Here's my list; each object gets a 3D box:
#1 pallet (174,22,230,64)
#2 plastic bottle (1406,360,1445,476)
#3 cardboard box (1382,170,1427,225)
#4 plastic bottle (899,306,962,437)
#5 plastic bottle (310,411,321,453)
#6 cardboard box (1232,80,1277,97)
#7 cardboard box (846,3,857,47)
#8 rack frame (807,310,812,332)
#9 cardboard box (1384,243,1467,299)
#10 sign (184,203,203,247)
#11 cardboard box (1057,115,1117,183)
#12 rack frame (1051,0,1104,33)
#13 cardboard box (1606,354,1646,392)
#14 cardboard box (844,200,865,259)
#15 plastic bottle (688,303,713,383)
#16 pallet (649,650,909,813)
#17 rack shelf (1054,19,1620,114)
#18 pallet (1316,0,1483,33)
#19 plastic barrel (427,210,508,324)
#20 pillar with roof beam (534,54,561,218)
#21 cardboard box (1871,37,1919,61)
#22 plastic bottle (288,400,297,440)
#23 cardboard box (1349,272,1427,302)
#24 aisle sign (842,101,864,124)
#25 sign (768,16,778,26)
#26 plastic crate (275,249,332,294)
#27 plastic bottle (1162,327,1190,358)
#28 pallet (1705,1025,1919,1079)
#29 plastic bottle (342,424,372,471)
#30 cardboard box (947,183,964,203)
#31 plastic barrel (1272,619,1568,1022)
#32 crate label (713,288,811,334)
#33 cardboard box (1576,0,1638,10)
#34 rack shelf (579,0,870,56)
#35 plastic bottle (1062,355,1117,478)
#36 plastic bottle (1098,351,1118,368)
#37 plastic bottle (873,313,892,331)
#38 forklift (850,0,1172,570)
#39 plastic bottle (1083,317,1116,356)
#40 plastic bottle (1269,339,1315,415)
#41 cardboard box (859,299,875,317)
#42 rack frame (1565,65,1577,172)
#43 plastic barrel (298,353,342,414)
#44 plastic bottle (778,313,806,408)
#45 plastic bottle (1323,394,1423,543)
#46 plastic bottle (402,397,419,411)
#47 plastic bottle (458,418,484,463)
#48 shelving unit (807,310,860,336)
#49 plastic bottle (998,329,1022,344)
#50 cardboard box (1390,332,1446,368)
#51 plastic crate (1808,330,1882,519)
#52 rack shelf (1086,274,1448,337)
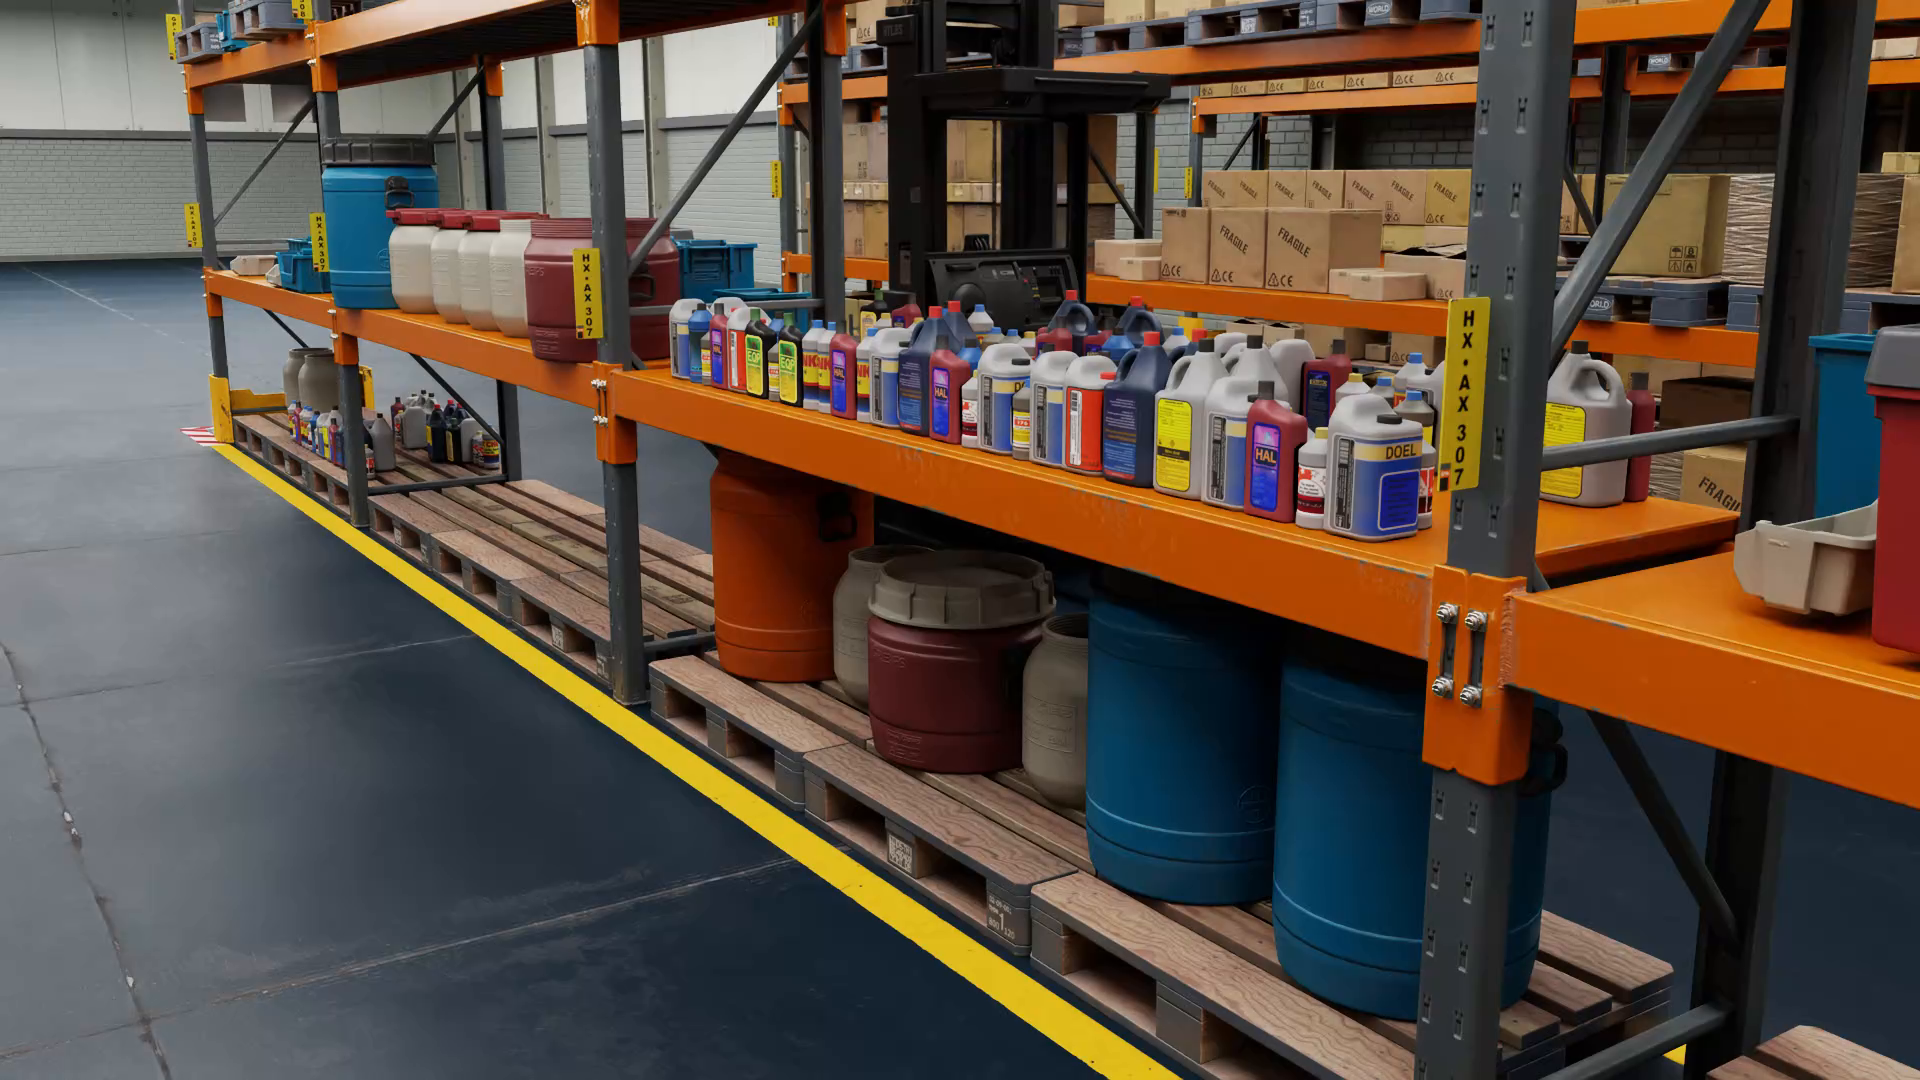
[{"bbox_3d":[-4.960,-3.524,11.874,1.003,0.211,1.213,-8,15,-33],"label":"pallet"},{"bbox_3d":[1.170,-0.307,4.034,0.152,0.276,0.135,-8,15,-33],"label":"plastic bottle"},{"bbox_3d":[4.326,-3.209,15.563,0.500,0.500,0.500,-8,15,-33],"label":"cardboard box"},{"bbox_3d":[-0.080,-0.472,4.613,0.144,0.351,0.185,-8,15,-33],"label":"plastic bottle"},{"bbox_3d":[-4.234,-0.717,10.977,0.097,0.271,0.097,0,12,0],"label":"plastic bottle"},{"bbox_3d":[3.156,-4.817,17.066,0.500,0.500,0.500,-7,14,-29],"label":"cardboard box"},{"bbox_3d":[-0.896,-4.582,14.717,0.797,0.503,0.637,-7,14,-29],"label":"cardboard box"},{"bbox_3d":[-0.832,-0.831,10.351,0.240,1.200,0.015,-9,14,-35],"label":"rack frame"},{"bbox_3d":[2.887,-1.611,9.914,0.500,0.311,0.500,-8,15,-33],"label":"cardboard box"},{"bbox_3d":[-5.797,-2.380,12.576,0.100,0.325,0.005,-8,15,-33],"label":"sign"},{"bbox_3d":[0.754,-2.944,12.533,0.700,0.500,0.500,-8,15,-32],"label":"cardboard box"},{"bbox_3d":[1.005,-5.114,11.684,1.000,3.000,0.127,-8,15,-33],"label":"rack frame"},{"bbox_3d":[5.877,-1.549,14.247,0.700,0.500,0.500,-8,15,-34],"label":"cardboard box"},{"bbox_3d":[-0.668,-2.766,14.756,0.700,0.500,0.500,-8,14,-31],"label":"cardboard box"},{"bbox_3d":[-0.892,-0.685,5.772,0.097,0.271,0.097,0,12,0],"label":"plastic bottle"},{"bbox_3d":[-0.433,0.611,6.073,1.003,0.211,1.213,-8,15,-33],"label":"pallet"},{"bbox_3d":[2.113,-2.942,10.455,1.077,0.370,4.000,-8,15,-33],"label":"rack shelf"},{"bbox_3d":[2.771,-2.955,9.275,1.213,0.211,1.003,-7,14,-30],"label":"pallet"},{"bbox_3d":[-2.367,-1.338,8.139,0.433,0.535,0.433,0,12,0],"label":"plastic barrel"},{"bbox_3d":[-12.862,-10.149,34.709,9.100,9.000,0.400,-8,15,-33],"label":"pillar with roof beam"},{"bbox_3d":[6.719,-3.587,11.883,0.500,0.311,0.500,-8,15,-33],"label":"cardboard box"},{"bbox_3d":[-4.592,-0.832,11.501,0.097,0.271,0.097,0,12,0],"label":"plastic bottle"},{"bbox_3d":[2.493,-1.477,9.681,0.380,0.149,0.250,-8,15,-33],"label":"cardboard box"},{"bbox_3d":[-1.003,-4.211,15.513,0.394,0.787,0.004,-8,15,-33],"label":"aisle sign"},{"bbox_3d":[-1.677,-4.761,14.860,0.100,0.325,0.005,-8,15,-33],"label":"sign"},{"bbox_3d":[-3.960,-1.690,10.416,0.499,0.251,0.616,-8,15,-33],"label":"plastic crate"},{"bbox_3d":[0.636,-0.487,4.867,0.097,0.271,0.097,0,12,0],"label":"plastic bottle"},{"bbox_3d":[1.751,1.313,2.862,1.003,0.211,1.213,-8,15,-33],"label":"pallet"},{"bbox_3d":[-3.717,-0.599,10.251,0.144,0.351,0.185,-9,15,-34],"label":"plastic bottle"},{"bbox_3d":[0.114,-2.753,13.179,0.380,0.149,0.250,-8,15,-33],"label":"cardboard box"},{"bbox_3d":[1.025,0.546,3.772,0.600,0.901,0.708,-8,15,-33],"label":"plastic barrel"},{"bbox_3d":[-0.826,-0.924,6.957,0.303,0.233,0.416,-8,15,-33],"label":"crate label"},{"bbox_3d":[3.491,-2.913,8.404,0.910,0.500,0.500,-8,15,-33],"label":"cardboard box"},{"bbox_3d":[0.204,-1.645,4.524,1.077,0.370,4.000,-8,15,-33],"label":"rack shelf"},{"bbox_3d":[0.342,-0.301,4.007,0.152,0.276,0.135,-8,15,-33],"label":"plastic bottle"},{"bbox_3d":[0.361,-0.341,4.200,0.097,0.271,0.097,0,12,0],"label":"plastic bottle"},{"bbox_3d":[-0.276,-0.745,6.214,0.097,0.201,0.097,0,12,0],"label":"plastic bottle"},{"bbox_3d":[0.365,-1.323,8.551,1.130,2.935,3.031,-9,15,-35],"label":"forklift"},{"bbox_3d":[0.434,-0.541,5.087,0.061,0.283,0.133,-8,15,-33],"label":"plastic bottle"},{"bbox_3d":[0.859,-0.407,4.490,0.152,0.276,0.135,-8,15,-33],"label":"plastic bottle"},{"bbox_3d":[-0.533,-1.825,14.385,0.500,0.500,0.500,-8,15,-33],"label":"cardboard box"},{"bbox_3d":[5.127,-2.770,15.009,1.000,3.000,0.127,-8,15,-33],"label":"rack frame"},{"bbox_3d":[-4.631,-1.102,12.220,0.421,0.512,0.421,0,12,0],"label":"plastic barrel"},{"bbox_3d":[-0.513,-0.562,5.182,0.061,0.283,0.133,-8,15,-33],"label":"plastic bottle"},{"bbox_3d":[0.824,-0.146,3.300,0.152,0.276,0.135,-8,15,-33],"label":"plastic bottle"},{"bbox_3d":[-3.838,-0.871,11.668,0.152,0.276,0.135,-8,15,-32],"label":"plastic bottle"},{"bbox_3d":[-3.134,-0.645,10.636,0.152,0.276,0.135,-7,14,-31],"label":"plastic bottle"},{"bbox_3d":[-0.690,-0.793,10.156,0.258,1.200,0.503,-9,14,-35],"label":"shelving unit"},{"bbox_3d":[0.175,-0.600,5.551,0.097,0.201,0.097,0,12,0],"label":"plastic bottle"},{"bbox_3d":[4.518,-1.944,16.052,0.500,0.500,0.500,-9,16,-37],"label":"cardboard box"},{"bbox_3d":[1.854,-0.154,2.941,0.392,0.384,0.575,-8,15,-33],"label":"plastic crate"},{"bbox_3d":[2.113,-1.476,10.775,1.077,0.370,4.000,-8,15,-33],"label":"rack shelf"}]
